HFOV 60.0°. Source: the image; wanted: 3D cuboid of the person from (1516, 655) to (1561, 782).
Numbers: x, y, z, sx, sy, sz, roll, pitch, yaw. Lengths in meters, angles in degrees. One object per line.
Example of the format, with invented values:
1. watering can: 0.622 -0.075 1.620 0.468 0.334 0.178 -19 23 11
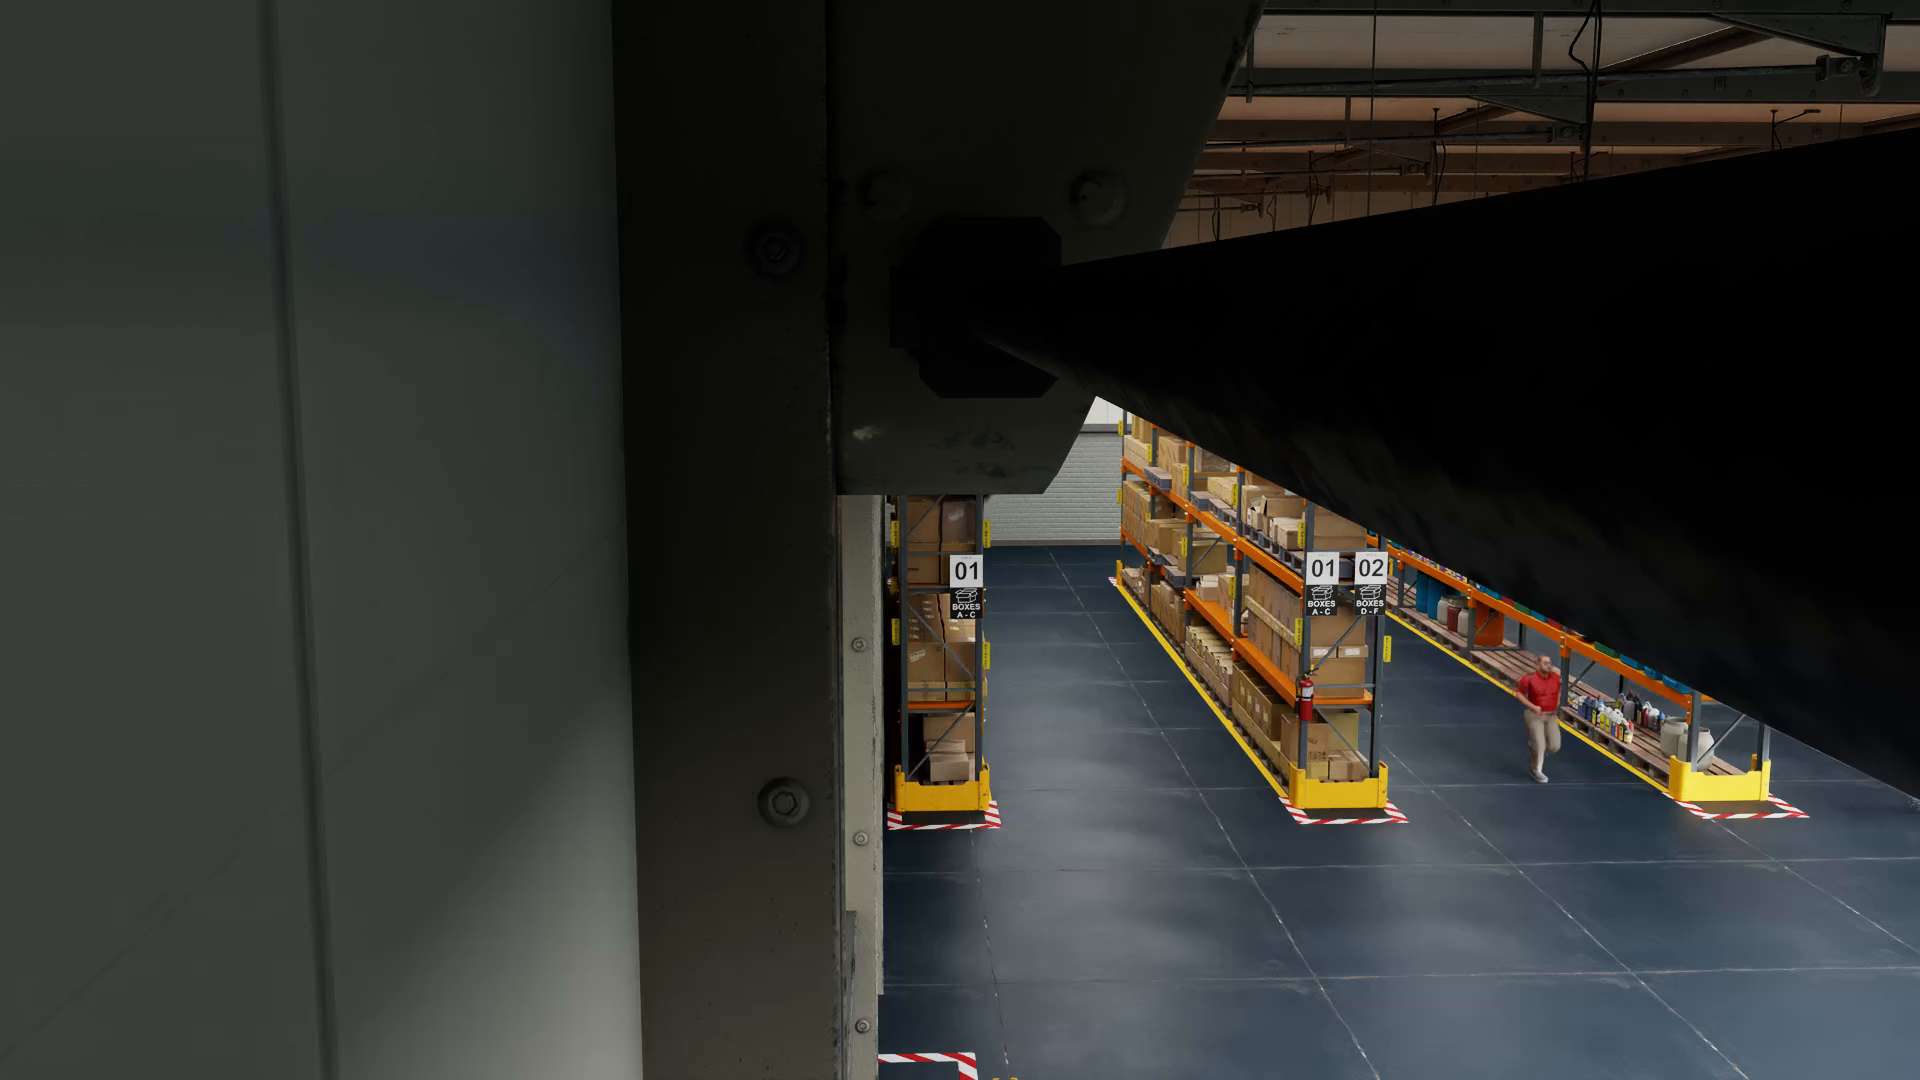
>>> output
1. person: 7.594 2.319 21.754 0.651 1.676 0.595 -2 9 -13
